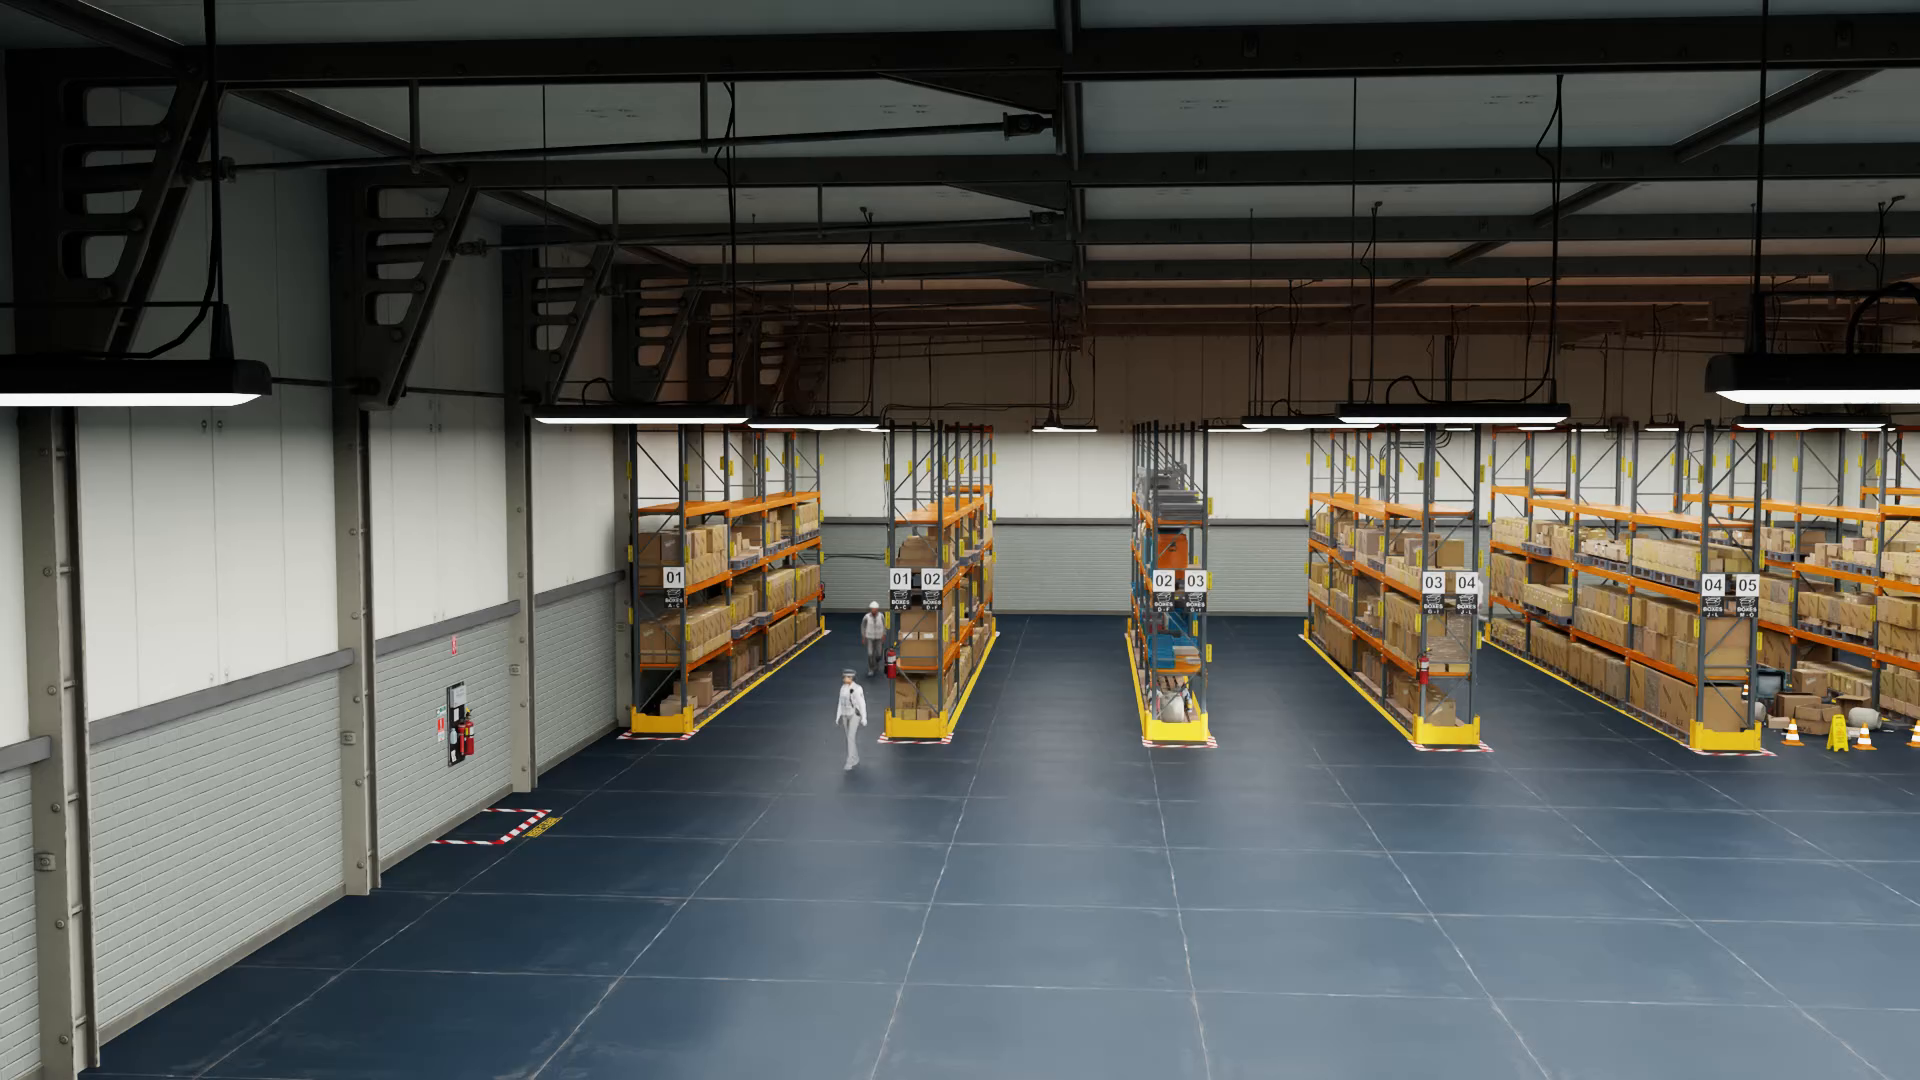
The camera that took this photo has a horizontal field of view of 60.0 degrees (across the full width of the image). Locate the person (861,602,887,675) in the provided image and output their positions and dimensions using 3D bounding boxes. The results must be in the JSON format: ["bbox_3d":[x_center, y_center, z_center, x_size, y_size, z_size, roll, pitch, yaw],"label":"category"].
[{"bbox_3d":[-2.073,2.335,39.834,0.624,1.755,0.637,-1,4,-10],"label":"person"}]

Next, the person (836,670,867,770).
[{"bbox_3d":[-1.939,3.075,28.675,0.602,1.667,0.667,3,5,41],"label":"person"}]

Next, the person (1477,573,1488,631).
[{"bbox_3d":[14.955,1.799,47.927,0.783,1.760,0.598,0,4,6],"label":"person"}]
